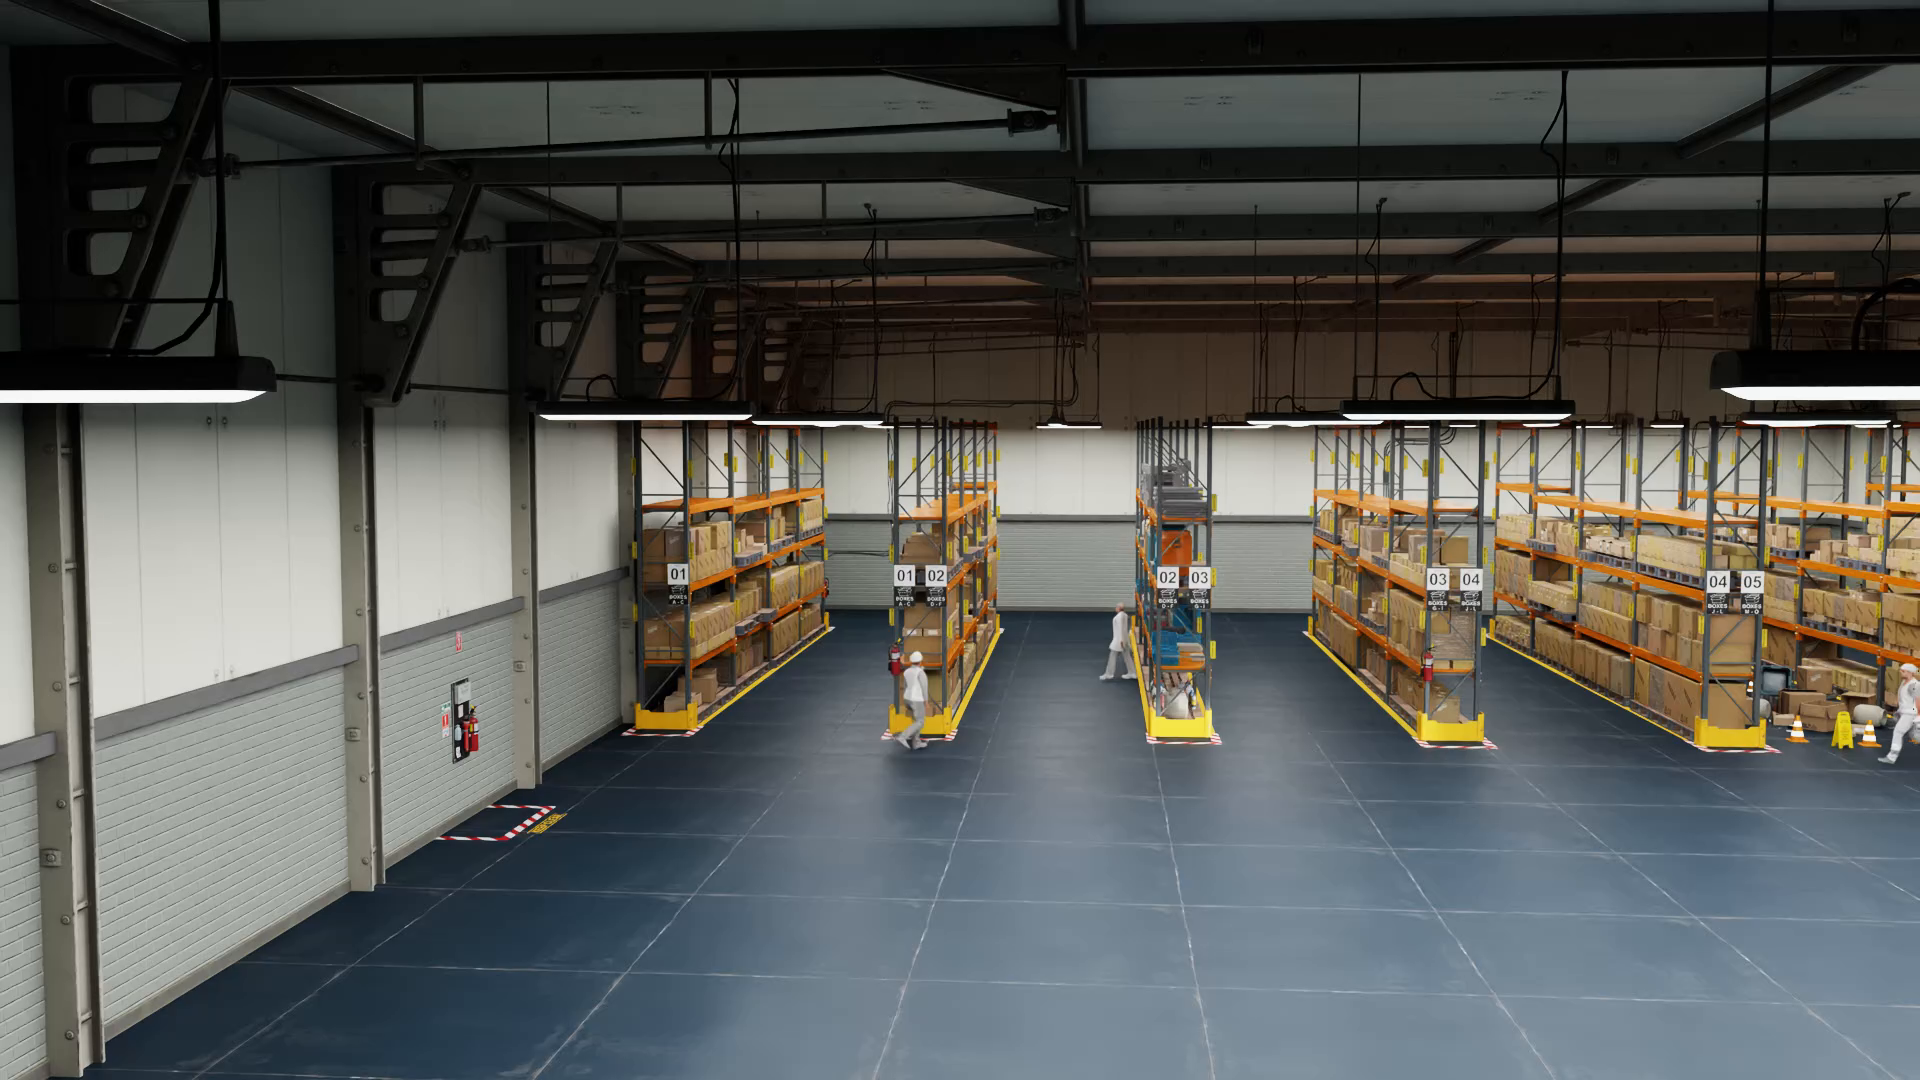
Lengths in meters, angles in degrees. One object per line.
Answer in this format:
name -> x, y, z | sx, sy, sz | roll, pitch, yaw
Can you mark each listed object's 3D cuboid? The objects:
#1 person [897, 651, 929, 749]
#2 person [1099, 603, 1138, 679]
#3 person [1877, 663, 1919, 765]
person -> -0.854, 2.886, 29.774 | 0.771, 1.768, 0.551 | -2, 4, -33
person -> 3.715, 2.341, 38.479 | 0.851, 1.767, 0.589 | 3, 5, 35
person -> 16.303, 2.984, 28.530 | 1.075, 1.748, 0.538 | 0, 4, 6
